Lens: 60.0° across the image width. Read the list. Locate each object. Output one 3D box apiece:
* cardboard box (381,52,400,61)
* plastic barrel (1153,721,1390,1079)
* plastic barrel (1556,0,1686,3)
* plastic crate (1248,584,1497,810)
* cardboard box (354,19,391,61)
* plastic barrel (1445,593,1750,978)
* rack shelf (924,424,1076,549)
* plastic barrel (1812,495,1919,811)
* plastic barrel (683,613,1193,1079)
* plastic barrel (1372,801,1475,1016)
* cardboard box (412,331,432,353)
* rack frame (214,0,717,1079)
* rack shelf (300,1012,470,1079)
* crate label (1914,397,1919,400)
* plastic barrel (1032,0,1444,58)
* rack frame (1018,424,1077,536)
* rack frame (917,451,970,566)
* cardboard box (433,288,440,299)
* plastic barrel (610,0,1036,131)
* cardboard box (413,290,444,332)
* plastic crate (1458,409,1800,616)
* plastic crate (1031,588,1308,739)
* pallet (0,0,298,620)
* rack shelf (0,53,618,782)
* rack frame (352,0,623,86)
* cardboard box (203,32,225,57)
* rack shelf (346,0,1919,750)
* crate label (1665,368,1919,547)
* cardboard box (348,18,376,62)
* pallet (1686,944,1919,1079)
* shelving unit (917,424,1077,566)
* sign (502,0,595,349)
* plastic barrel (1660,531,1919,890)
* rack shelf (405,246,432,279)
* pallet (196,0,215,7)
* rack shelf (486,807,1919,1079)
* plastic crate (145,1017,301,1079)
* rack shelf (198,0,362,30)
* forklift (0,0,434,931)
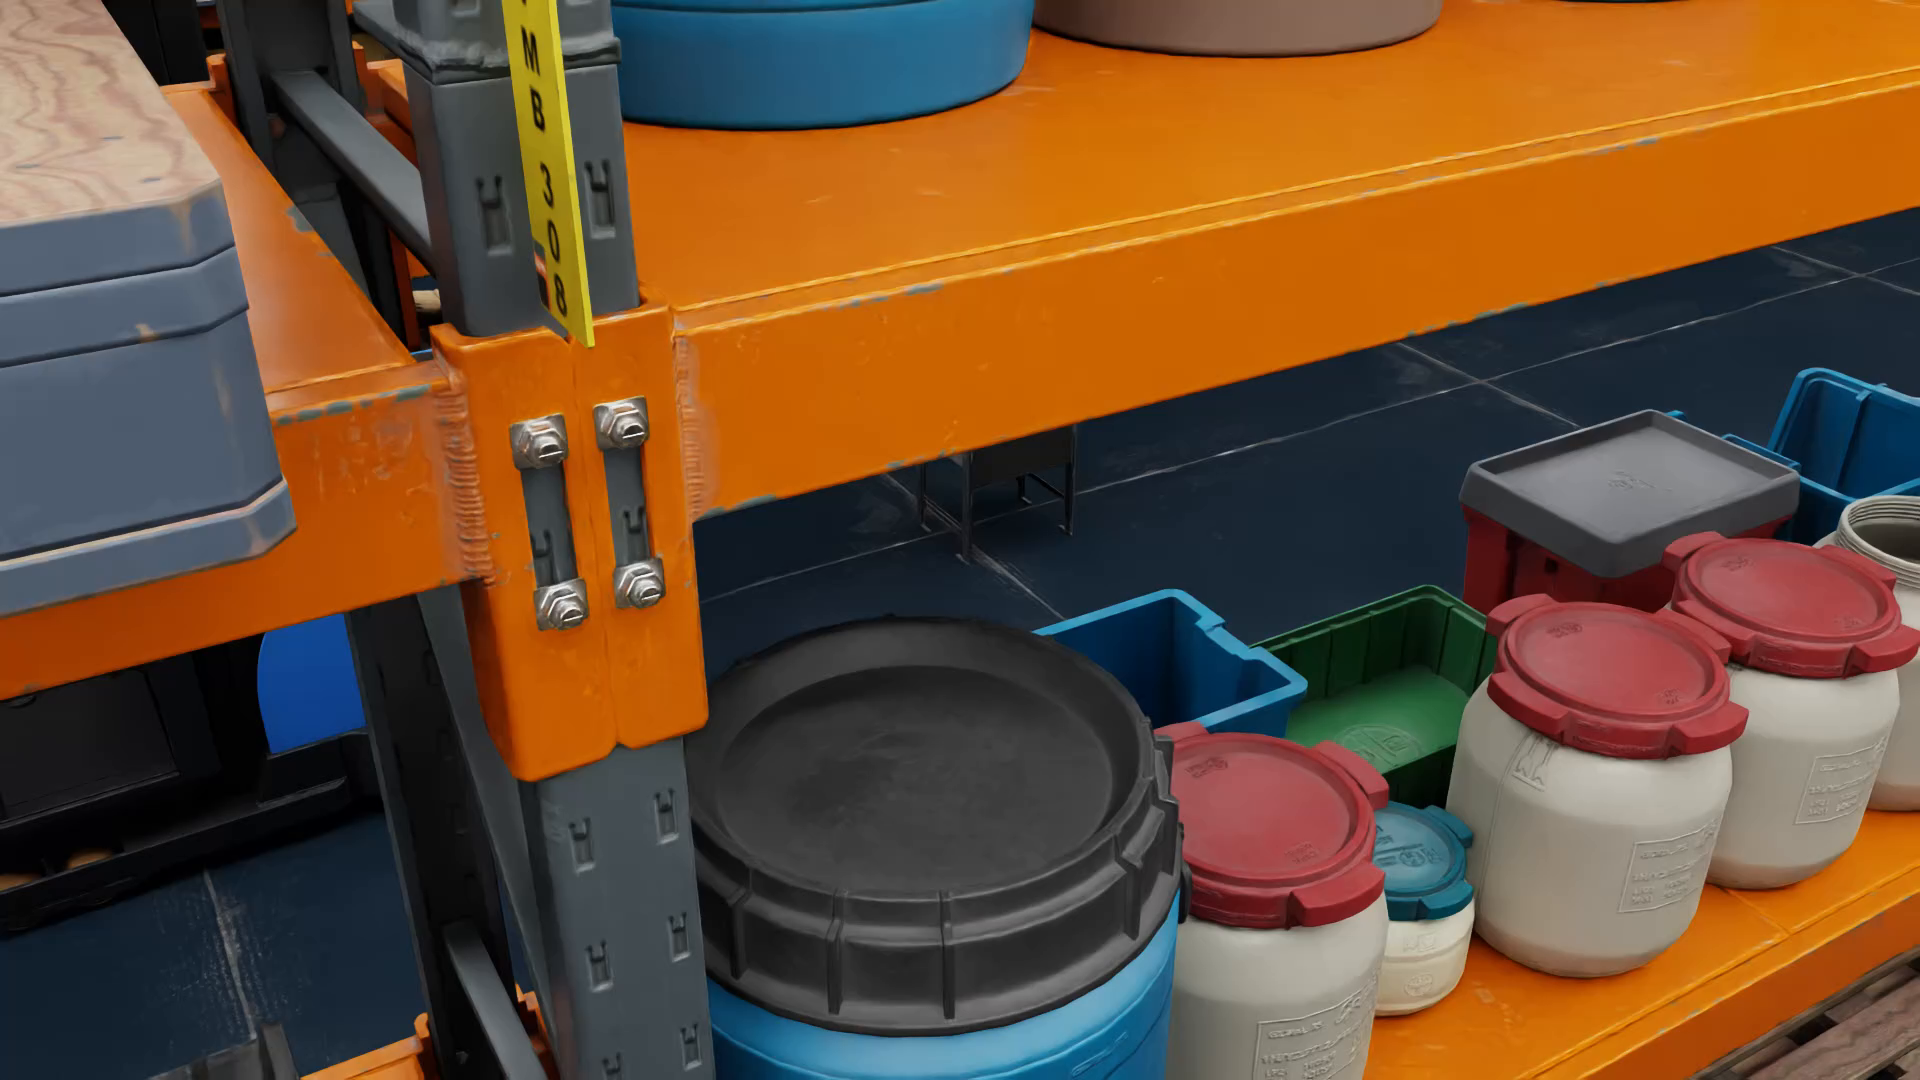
[{"bbox_3d":[-1.918,-1.621,6.480,0.500,0.500,0.500,-13,32,-23],"label":"cardboard box"},{"bbox_3d":[0.399,0.595,2.427,0.433,0.535,0.433,0,29,0],"label":"plastic barrel"},{"bbox_3d":[0.920,-1.271,2.325,0.708,0.901,0.600,-16,33,-26],"label":"plastic barrel"},{"bbox_3d":[0.822,0.346,3.238,0.662,0.188,0.450,-16,33,-26],"label":"plastic crate"},{"bbox_3d":[-3.666,-3.296,10.974,0.500,0.250,0.500,-16,33,-27],"label":"cardboard box"},{"bbox_3d":[1.032,0.415,2.753,0.433,0.535,0.433,0,29,0],"label":"plastic barrel"},{"bbox_3d":[0.143,-0.335,6.661,0.480,0.518,0.431,-16,33,-26],"label":"rack shelf"},{"bbox_3d":[1.770,0.213,3.144,0.421,0.512,0.421,0,29,0],"label":"plastic barrel"},{"bbox_3d":[-0.050,0.609,2.023,0.708,0.901,0.600,-16,33,-26],"label":"plastic barrel"},{"bbox_3d":[0.682,0.598,2.706,0.301,0.262,0.301,0,29,0],"label":"plastic barrel"},{"bbox_3d":[-2.126,-0.611,6.583,0.500,0.311,0.500,-16,33,-27],"label":"cardboard box"},{"bbox_3d":[-0.537,0.797,2.201,0.127,3.000,1.000,-16,33,-26],"label":"rack frame"},{"bbox_3d":[-2.261,1.602,1.488,4.000,0.370,1.077,-16,33,-26],"label":"rack shelf"},{"bbox_3d":[2.359,-0.162,4.112,0.416,0.233,0.303,-16,33,-26],"label":"crate label"},{"bbox_3d":[0.356,-1.111,2.035,0.600,0.901,0.600,0,29,0],"label":"plastic barrel"},{"bbox_3d":[0.353,-1.020,6.424,0.015,2.100,0.400,-16,33,-26],"label":"rack frame"},{"bbox_3d":[-0.068,-0.900,6.208,0.015,2.100,0.400,-16,33,-26],"label":"rack frame"},{"bbox_3d":[-1.962,-0.963,7.220,0.500,0.311,0.500,-16,33,-26],"label":"cardboard box"},{"bbox_3d":[-0.208,-0.951,1.745,0.708,0.901,0.600,-16,33,-26],"label":"plastic barrel"},{"bbox_3d":[-2.394,-0.841,7.001,0.500,0.311,0.500,-15,32,-25],"label":"cardboard box"},{"bbox_3d":[1.364,0.058,3.474,0.583,0.464,0.402,-16,33,-26],"label":"plastic crate"},{"bbox_3d":[0.257,0.404,2.929,0.575,0.384,0.392,-16,33,-26],"label":"plastic crate"},{"bbox_3d":[-1.109,-0.216,1.128,1.003,0.211,1.213,-16,33,-26],"label":"pallet"},{"bbox_3d":[-2.261,0.288,0.763,4.000,0.370,1.077,-16,33,-26],"label":"rack shelf"},{"bbox_3d":[-0.537,-1.829,0.752,0.127,3.000,1.000,-16,33,-26],"label":"rack frame"},{"bbox_3d":[-4.552,-3.053,10.533,0.500,0.250,0.500,-17,33,-27],"label":"cardboard box"},{"bbox_3d":[1.188,-0.691,2.537,4.000,0.370,1.077,-16,33,-26],"label":"rack shelf"},{"bbox_3d":[1.918,-0.067,3.730,0.616,0.435,0.502,-16,33,-26],"label":"crate label"},{"bbox_3d":[-4.105,-3.182,10.767,0.500,0.250,0.500,-17,33,-28],"label":"cardboard box"},{"bbox_3d":[2.224,1.212,4.335,1.213,0.211,1.003,-16,33,-26],"label":"pallet"},{"bbox_3d":[0.143,-0.960,6.316,0.503,2.100,0.431,-16,33,-26],"label":"shelving unit"},{"bbox_3d":[-0.268,-0.288,1.054,0.005,0.325,0.100,-16,33,-26],"label":"sign"},{"bbox_3d":[1.405,0.309,2.945,0.433,0.535,0.433,0,29,0],"label":"plastic barrel"},{"bbox_3d":[-1.319,-1.442,7.003,4.000,0.370,1.077,-16,33,-26],"label":"rack shelf"},{"bbox_3d":[-4.823,-3.372,9.955,1.213,0.211,1.003,-16,33,-26],"label":"pallet"},{"bbox_3d":[1.188,0.622,3.262,4.000,0.370,1.077,-16,33,-26],"label":"rack shelf"},{"bbox_3d":[-1.053,0.899,2.080,0.504,0.338,0.767,-16,33,-26],"label":"plastic crate"},{"bbox_3d":[-3.831,-3.505,10.740,4.000,0.370,1.077,-16,33,-26],"label":"rack shelf"},{"bbox_3d":[-2.704,-0.465,4.559,3.031,2.935,1.130,-17,33,-28],"label":"forklift"}]
